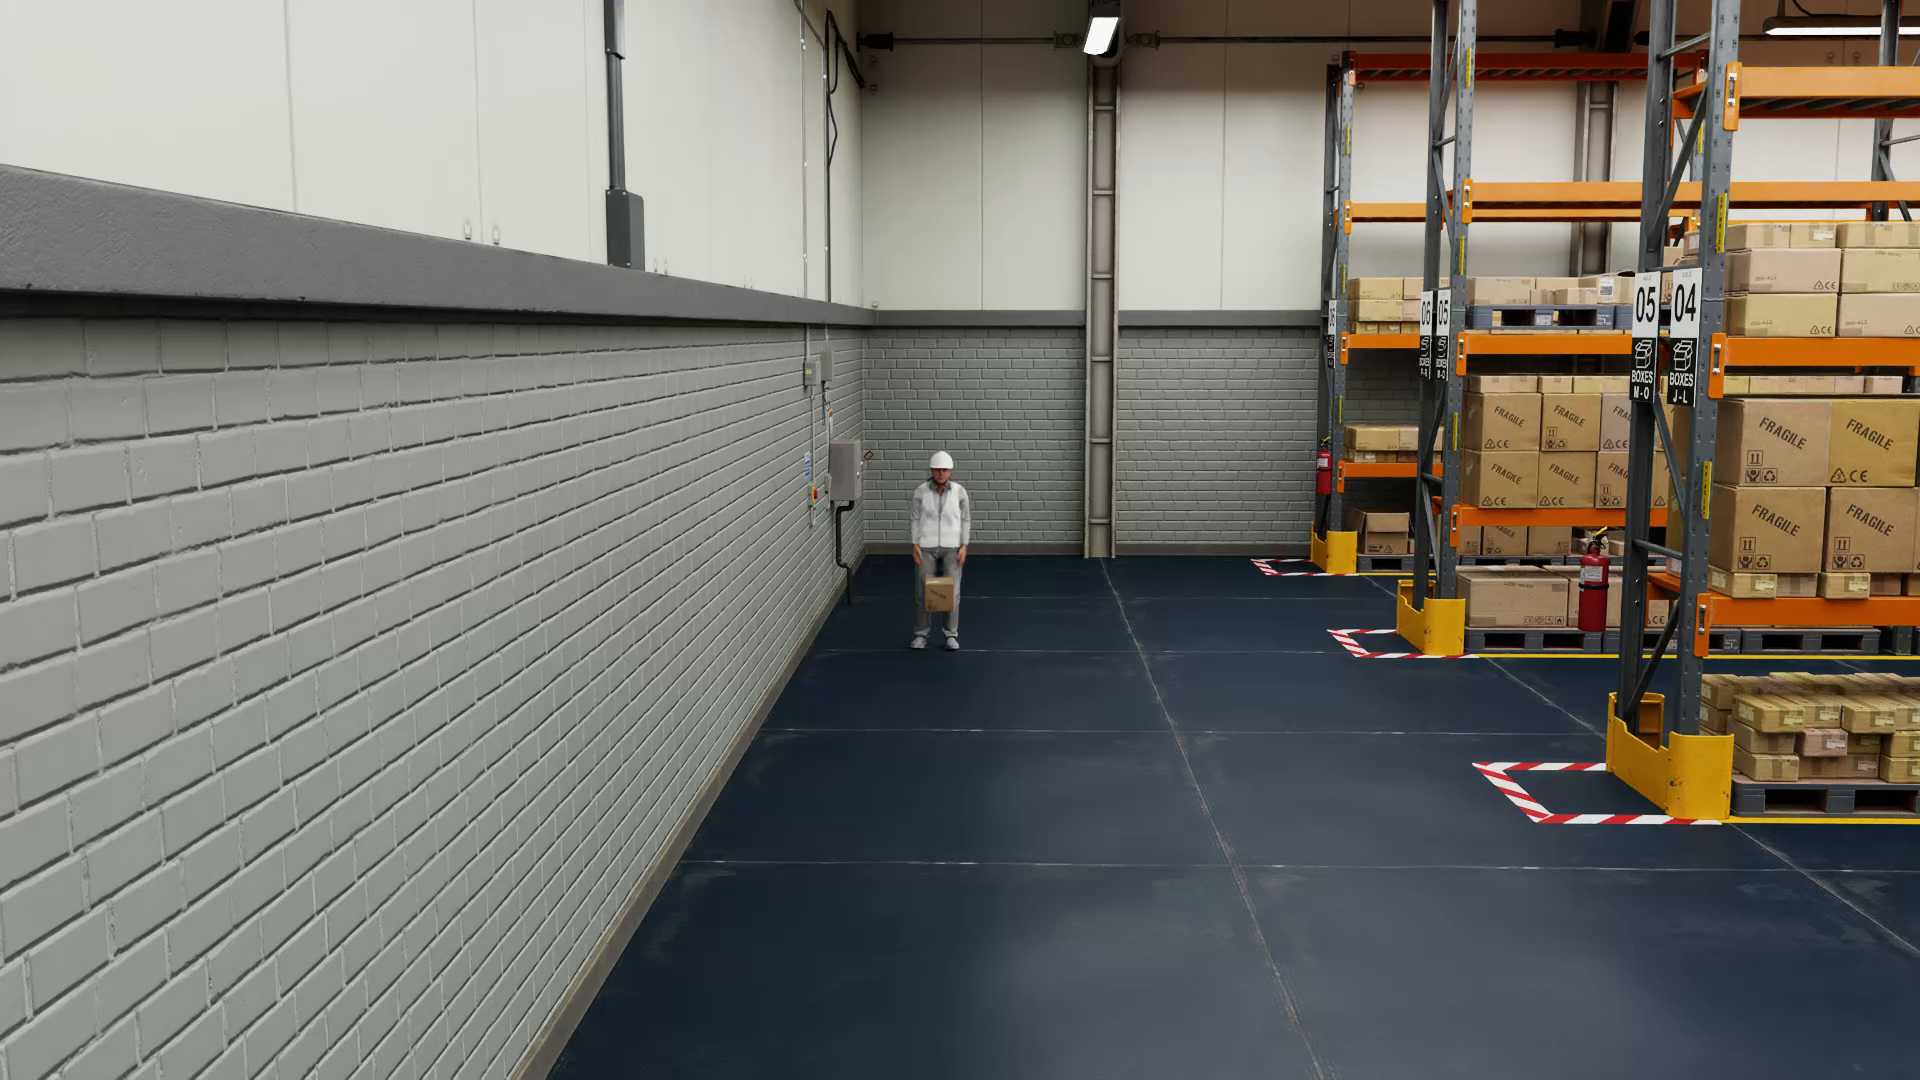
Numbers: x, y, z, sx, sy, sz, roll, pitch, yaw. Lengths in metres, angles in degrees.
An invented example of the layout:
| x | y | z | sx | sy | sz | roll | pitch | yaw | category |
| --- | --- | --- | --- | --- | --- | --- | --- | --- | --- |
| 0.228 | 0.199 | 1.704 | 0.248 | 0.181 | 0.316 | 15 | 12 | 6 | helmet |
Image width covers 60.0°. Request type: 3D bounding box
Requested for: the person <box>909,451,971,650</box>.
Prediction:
| x | y | z | sx | sy | sz | roll | pitch | yaw | category |
| --- | --- | --- | --- | --- | --- | --- | --- | --- | --- |
| -0.181 | 0.085 | 14.968 | 0.560 | 1.776 | 0.472 | 0 | 7 | 0 | person |
